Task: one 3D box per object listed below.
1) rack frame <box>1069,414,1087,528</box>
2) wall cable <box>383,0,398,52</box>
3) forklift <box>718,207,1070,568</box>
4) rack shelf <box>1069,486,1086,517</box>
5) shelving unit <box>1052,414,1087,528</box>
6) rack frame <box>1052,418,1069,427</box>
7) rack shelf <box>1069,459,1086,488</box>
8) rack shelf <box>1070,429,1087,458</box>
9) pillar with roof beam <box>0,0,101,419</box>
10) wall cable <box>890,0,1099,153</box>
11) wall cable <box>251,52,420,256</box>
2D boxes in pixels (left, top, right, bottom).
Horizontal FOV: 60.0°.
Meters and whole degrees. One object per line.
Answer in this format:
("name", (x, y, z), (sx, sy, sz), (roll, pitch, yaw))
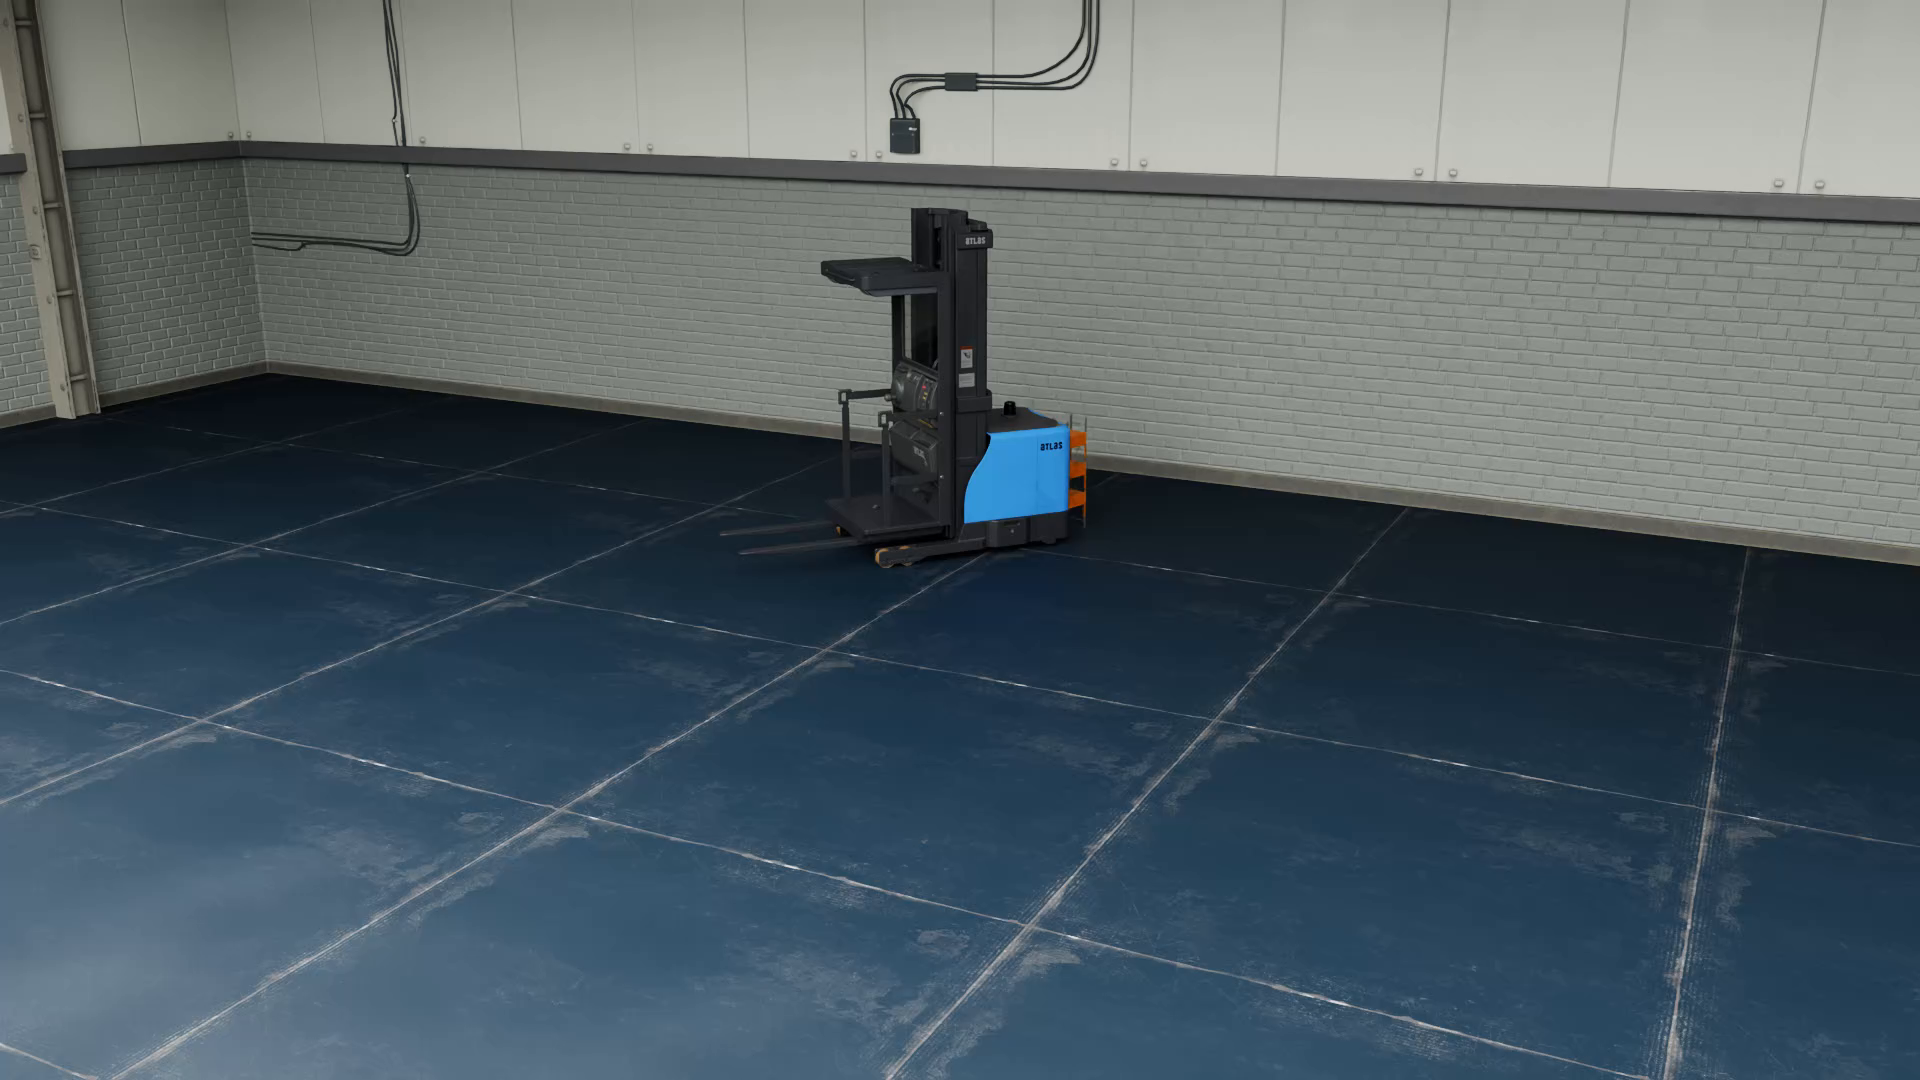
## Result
("rack frame", (1.083, -0.629, 15.286), (0.008, 1.050, 0.200), (-16, 23, -41))
("wall cable", (-5.758, -7.003, 19.382), (3.097, 2.526, 0.112), (8, 18, 25))
("forklift", (-0.578, -1.334, 14.366), (3.031, 2.935, 1.130), (-7, 18, -22))
("rack shelf", (0.997, -0.328, 15.290), (0.240, 0.259, 0.215), (-16, 23, -41))
("shelving unit", (0.995, -0.603, 15.205), (0.252, 1.050, 0.215), (-16, 23, -41))
("rack frame", (0.907, -0.578, 15.125), (0.008, 1.050, 0.200), (-16, 23, -41))
("rack shelf", (0.995, -0.593, 15.208), (0.240, 0.259, 0.215), (-16, 23, -41))
("rack shelf", (0.993, -0.864, 15.124), (0.240, 0.259, 0.215), (-16, 23, -41))
("pillar with roof beam", (-6.826, -5.285, 17.014), (9.100, 9.000, 0.400), (8, 18, 25))
("wall cable", (0.308, -6.834, 16.254), (2.305, 6.003, 0.169), (8, 18, 25))
("wall cable", (-8.178, -4.927, 21.260), (3.097, 2.526, 0.112), (8, 18, 25))
